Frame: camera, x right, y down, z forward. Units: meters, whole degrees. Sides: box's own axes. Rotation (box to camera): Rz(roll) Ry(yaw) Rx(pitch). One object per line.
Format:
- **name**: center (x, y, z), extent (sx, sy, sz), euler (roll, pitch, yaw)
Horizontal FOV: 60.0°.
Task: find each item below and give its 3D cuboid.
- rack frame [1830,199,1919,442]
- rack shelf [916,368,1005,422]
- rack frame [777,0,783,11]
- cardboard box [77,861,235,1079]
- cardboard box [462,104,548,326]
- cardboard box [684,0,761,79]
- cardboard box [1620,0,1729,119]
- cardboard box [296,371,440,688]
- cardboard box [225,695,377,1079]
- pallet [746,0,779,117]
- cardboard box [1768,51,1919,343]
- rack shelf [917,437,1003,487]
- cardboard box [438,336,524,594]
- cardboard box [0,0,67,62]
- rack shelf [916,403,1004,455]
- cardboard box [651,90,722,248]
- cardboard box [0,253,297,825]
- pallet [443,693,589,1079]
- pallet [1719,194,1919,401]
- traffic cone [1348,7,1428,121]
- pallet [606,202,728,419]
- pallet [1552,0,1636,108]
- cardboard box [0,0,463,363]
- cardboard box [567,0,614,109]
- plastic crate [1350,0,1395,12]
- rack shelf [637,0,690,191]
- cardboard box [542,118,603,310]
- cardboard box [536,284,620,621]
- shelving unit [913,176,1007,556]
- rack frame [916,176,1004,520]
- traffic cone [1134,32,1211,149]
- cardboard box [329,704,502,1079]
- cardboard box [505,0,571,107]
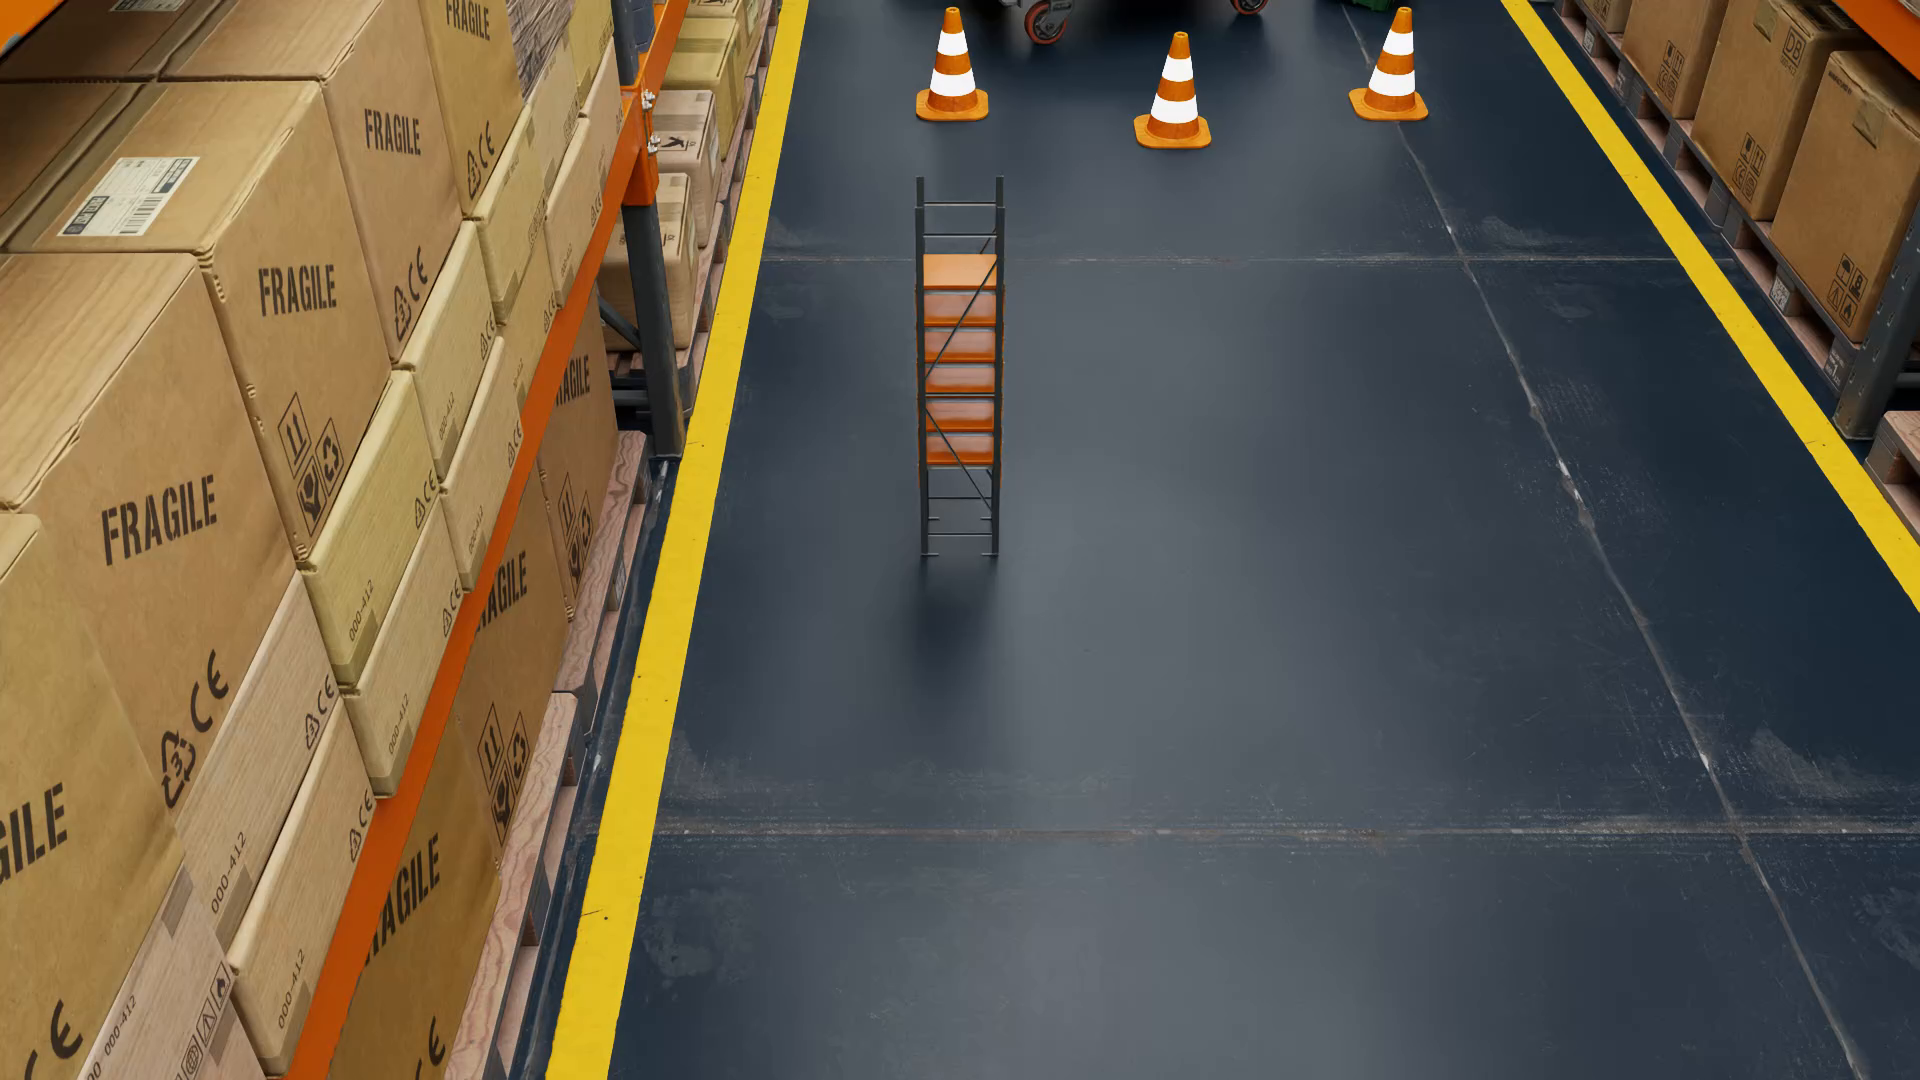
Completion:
- **rack frame**: center (3.517, -1.543, 4.777), extent (1.000, 3.000, 0.127), euler (0, 39, 0)
- **rack shelf**: center (0.000, -0.443, 4.914), extent (0.258, 0.103, 0.180), euler (0, 39, 0)
- **rack frame**: center (-1.438, -3.978, 7.815), extent (1.000, 3.000, 0.127), euler (0, 39, 0)
- **cardboard box**: center (-1.147, 0.613, 1.807), extent (0.500, 0.250, 0.500), euler (-1, 39, -1)
- **cardboard box**: center (-1.153, -0.670, 3.407), extent (0.500, 0.250, 0.500), euler (-1, 39, -1)
- **cardboard box**: center (-1.431, -2.339, 7.535), extent (0.950, 0.372, 0.625), euler (2, 39, 3)
- **cardboard box**: center (3.600, -2.339, 7.234), extent (1.050, 0.750, 0.750), euler (0, 39, 0)
- **cardboard box**: center (-1.150, -0.029, 2.607), extent (0.500, 0.250, 0.500), euler (0, 39, 1)
- **cardboard box**: center (-1.167, 0.485, 2.367), extent (0.500, 0.250, 0.500), euler (-1, 39, -1)
- **pallet**: center (-1.436, -2.403, 8.080), extent (1.003, 0.211, 1.213), euler (0, 39, 0)
- **cardboard box**: center (3.606, -1.210, 5.825), extent (1.050, 0.750, 0.750), euler (-1, 39, -1)
- **rack shelf**: center (0.000, -0.255, 5.064), extent (0.258, 0.103, 0.180), euler (0, 39, 0)
- **cardboard box**: center (-1.143, -0.149, 3.157), extent (0.500, 0.250, 0.500), euler (-1, 39, -1)
- **cardboard box**: center (-1.685, -0.648, 2.780), extent (0.500, 0.500, 0.500), euler (1, 39, 1)
- **rack shelf**: center (0.000, -0.349, 4.989), extent (0.258, 0.103, 0.180), euler (0, 39, 0)
- **cardboard box**: center (-1.433, -1.430, 6.401), extent (0.950, 0.372, 0.625), euler (-1, 39, -1)
- **cardboard box**: center (-1.170, 0.002, 1.969), extent (0.500, 0.500, 0.500), euler (0, 39, 0)
- **pallet**: center (-1.509, 0.866, 4.001), extent (1.003, 0.211, 1.213), euler (0, 39, 0)
- **pallet**: center (3.591, -0.948, 6.264), extent (1.003, 0.211, 1.213), euler (0, 39, 0)
- **traffic cone**: center (2.003, -2.215, 7.644), extent (0.336, 0.463, 0.334), euler (0, 39, 0)
- **pallet**: center (-1.433, -0.877, 6.176), extent (1.003, 0.211, 1.213), euler (0, 39, 0)
- **pallet**: center (3.588, -2.474, 8.168), extent (1.003, 0.211, 1.213), euler (0, 39, 0)
- **cardboard box**: center (-1.175, -0.635, 2.764), extent (0.500, 0.500, 0.500), euler (-1, 39, -1)
- **cardboard box**: center (-1.179, -1.310, 4.207), extent (0.500, 0.250, 0.500), euler (0, 39, 0)
- **plastic crate**: center (2.202, -3.078, 8.894), extent (0.450, 0.188, 0.662), euler (27, 45, 16)
- **rack shelf**: center (-1.436, -2.446, 6.479), extent (1.077, 0.370, 4.000), euler (0, 39, 0)
- **cardboard box**: center (-1.157, -0.782, 3.948), extent (0.500, 0.250, 0.500), euler (1, 39, 1)
- **cardboard box**: center (-1.516, -0.379, 4.688), extent (0.875, 0.875, 0.875), euler (0, 39, 0)
- **shelving unit**: center (0.000, -0.477, 4.886), extent (0.258, 1.200, 0.189), euler (0, 39, 0)
- **rack frame**: center (0.000, -0.534, 4.957), extent (0.240, 1.200, 0.006), euler (0, 39, 0)
- **traffic cone**: center (0.964, -2.033, 7.417), extent (0.336, 0.463, 0.334), euler (0, 39, 0)
- **cardboard box**: center (-1.518, 0.738, 3.294), extent (0.875, 0.875, 0.875), euler (1, 39, 1)
- **cardboard box**: center (-1.162, -1.262, 3.546), extent (0.500, 0.500, 0.500), euler (1, 39, 1)
